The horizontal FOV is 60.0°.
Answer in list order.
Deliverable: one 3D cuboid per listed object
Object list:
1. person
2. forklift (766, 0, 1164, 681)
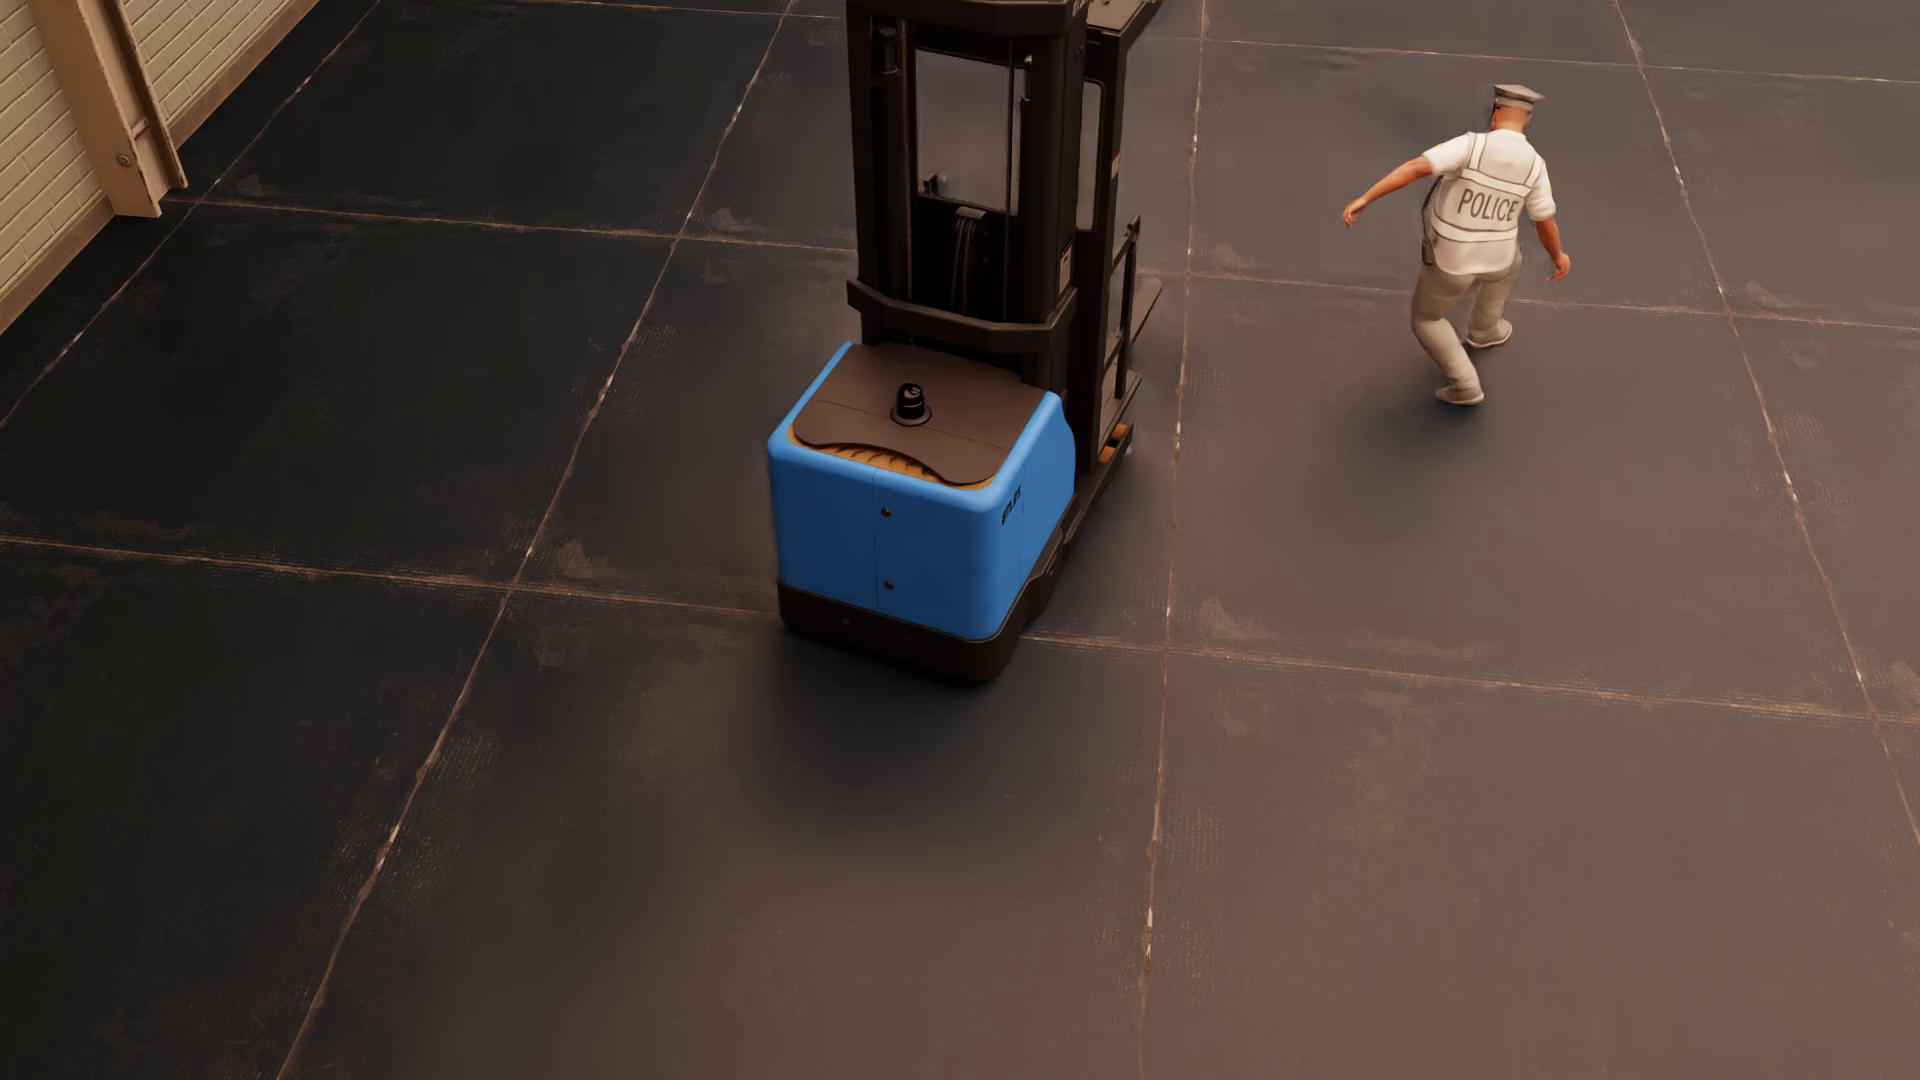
[{"bbox_3d":[2.465,-1.430,8.322,1.205,1.672,0.622,-4,43,-4],"label":"person"},{"bbox_3d":[0.223,-1.481,7.336,1.130,2.935,3.031,16,45,16],"label":"forklift"}]
